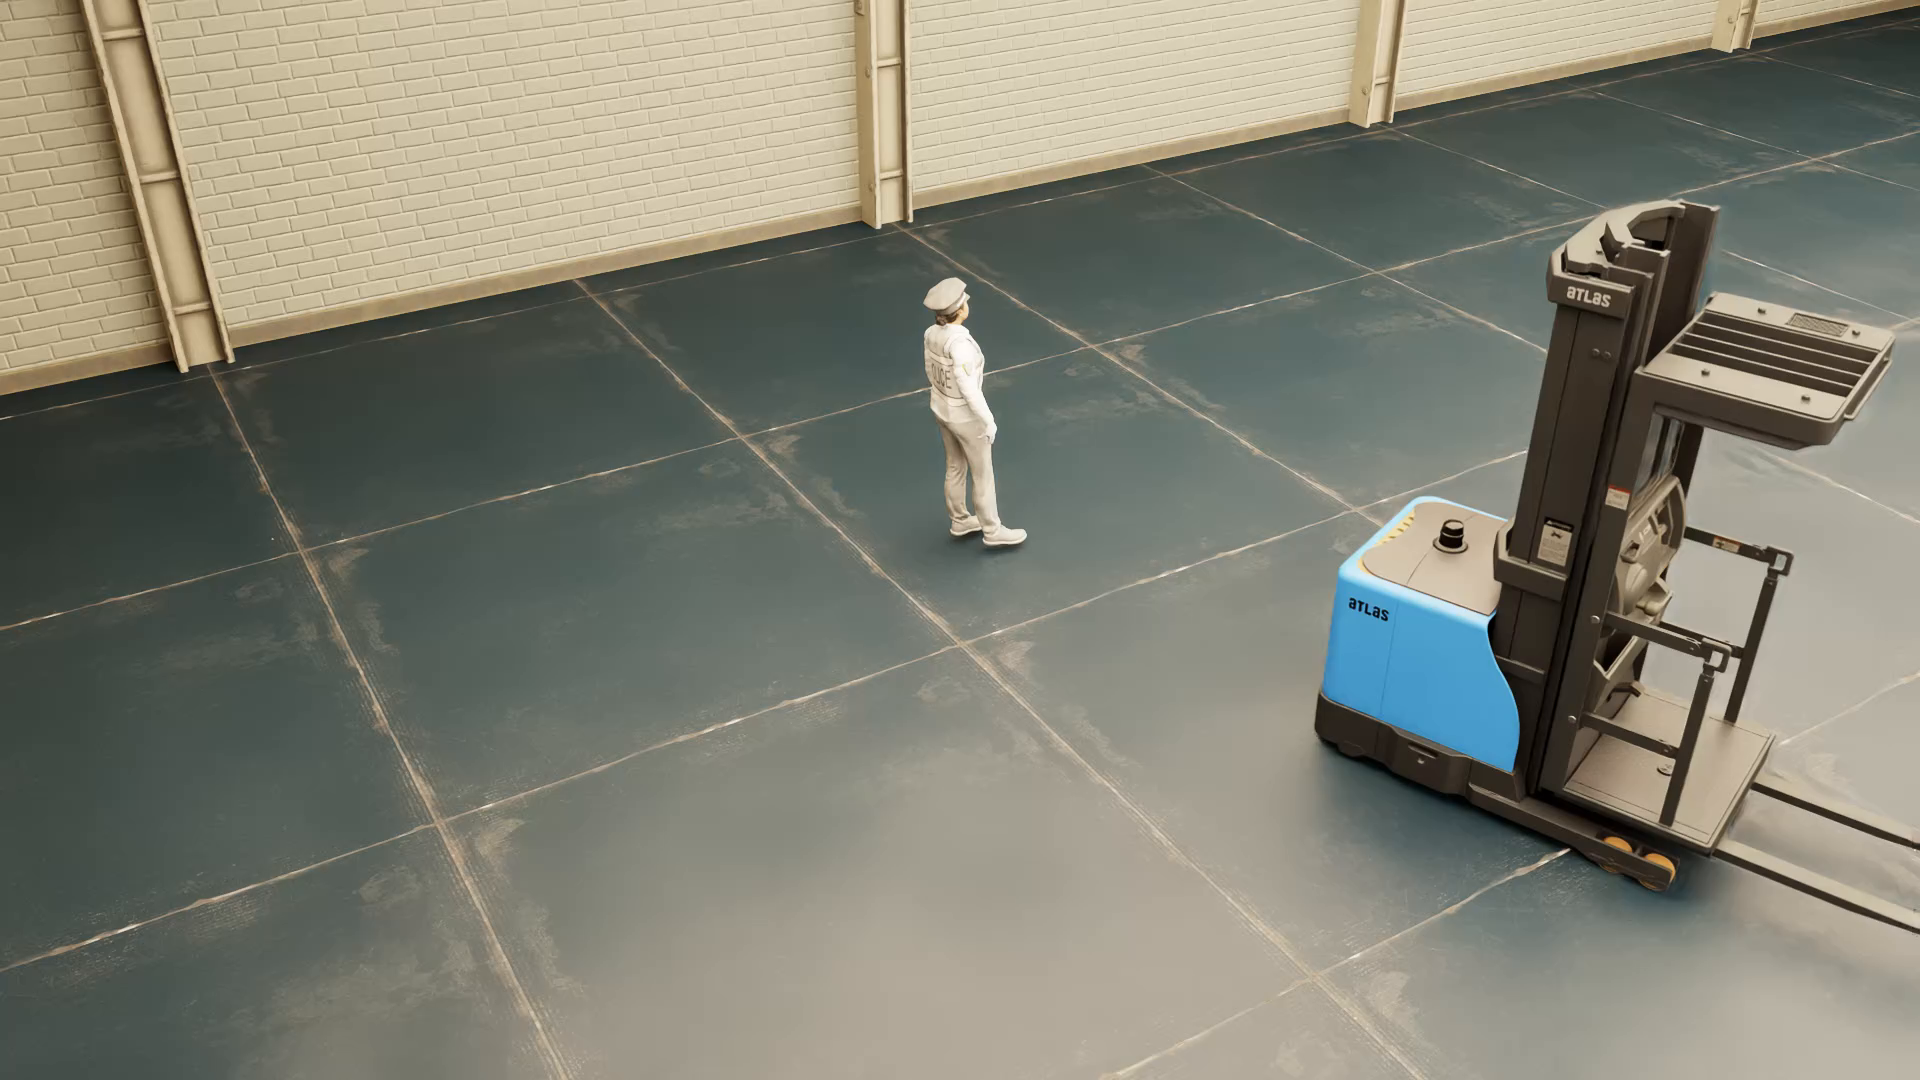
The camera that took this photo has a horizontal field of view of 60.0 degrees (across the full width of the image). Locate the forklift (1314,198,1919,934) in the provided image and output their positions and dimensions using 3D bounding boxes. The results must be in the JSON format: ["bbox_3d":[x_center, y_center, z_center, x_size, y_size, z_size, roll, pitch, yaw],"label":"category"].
[{"bbox_3d":[3.331,0.068,7.534,3.031,2.935,1.130,22,37,32],"label":"forklift"}]

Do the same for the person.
[{"bbox_3d":[0.063,-0.783,10.066,0.530,1.694,0.586,-17,35,-26],"label":"person"}]
